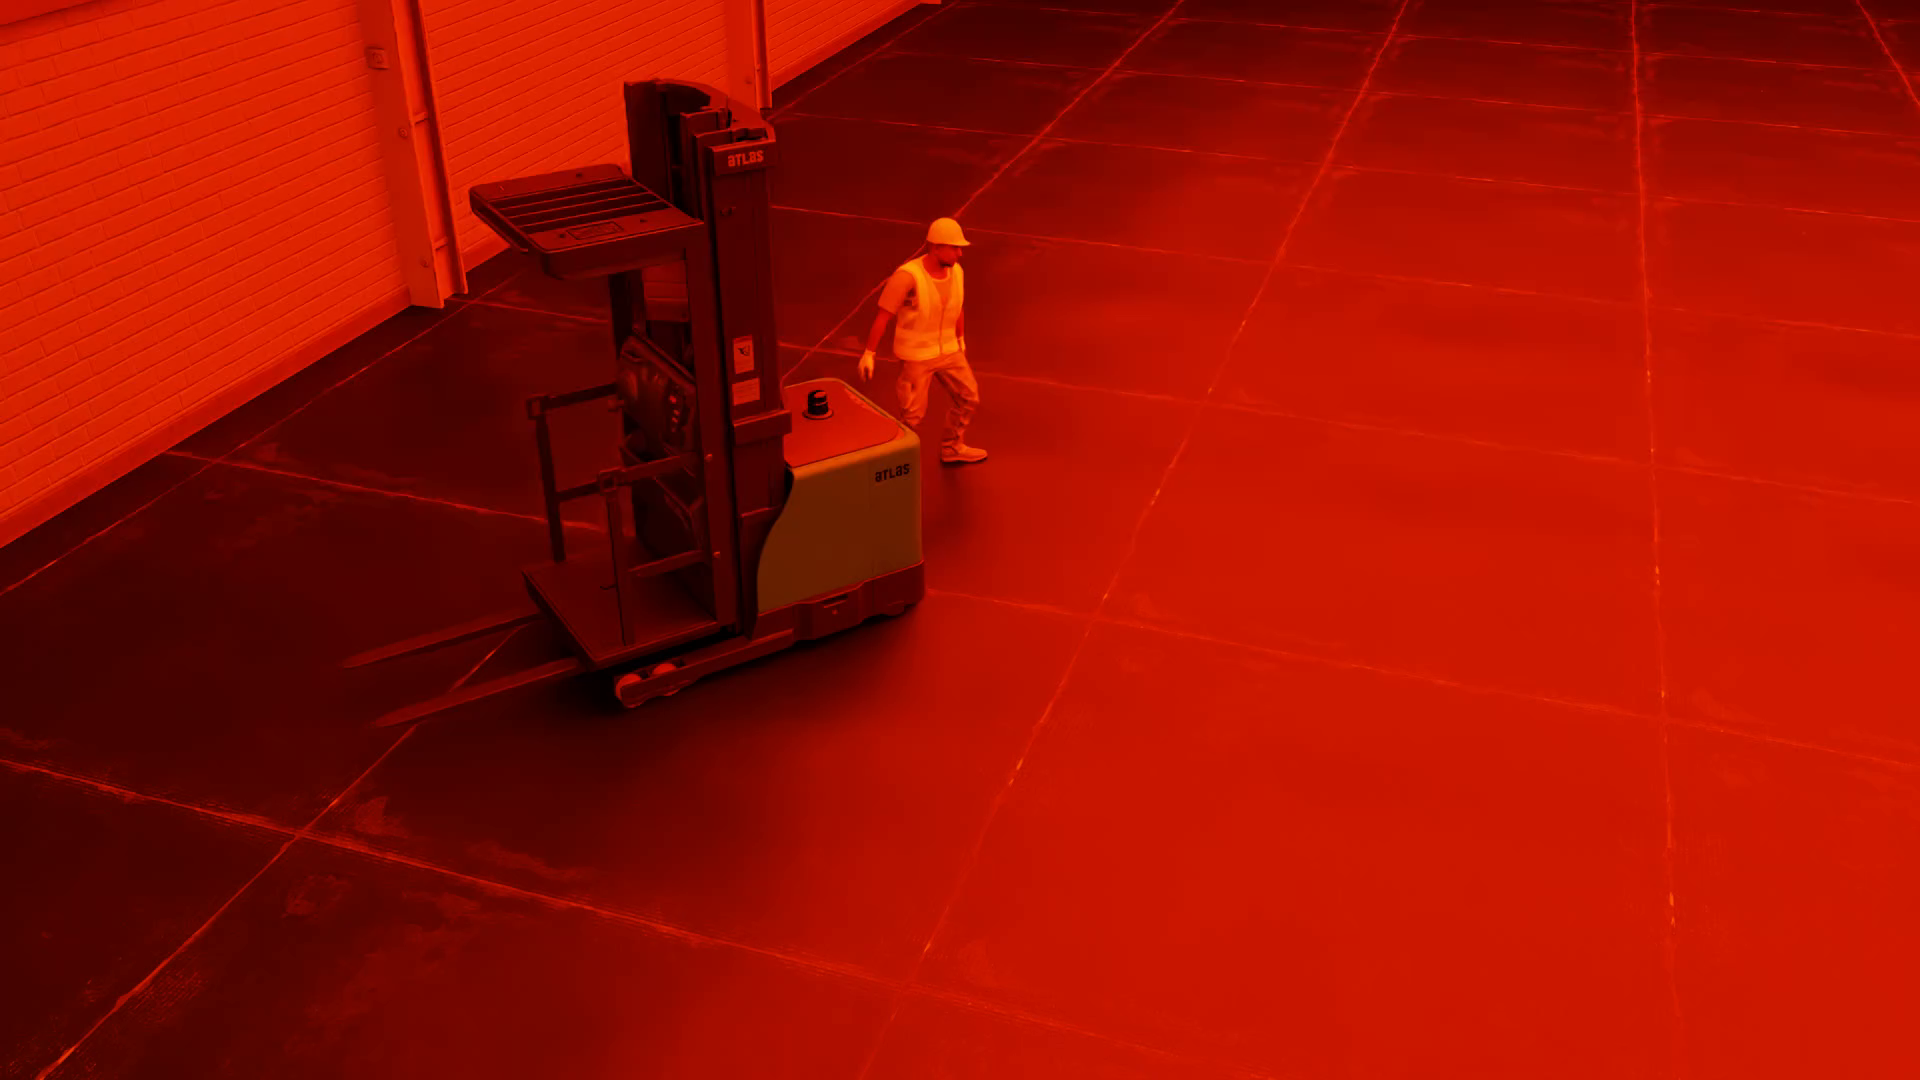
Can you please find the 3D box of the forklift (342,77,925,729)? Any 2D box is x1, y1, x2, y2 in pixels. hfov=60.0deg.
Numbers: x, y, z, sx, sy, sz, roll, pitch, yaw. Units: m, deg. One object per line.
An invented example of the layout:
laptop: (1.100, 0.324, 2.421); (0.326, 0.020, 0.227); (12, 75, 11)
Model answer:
forklift: (-1.718, -0.710, 8.381); (3.031, 2.935, 1.130); (-17, 34, -28)

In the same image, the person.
person: (-0.227, -1.174, 10.455); (0.905, 1.749, 0.473); (-21, 36, -32)
